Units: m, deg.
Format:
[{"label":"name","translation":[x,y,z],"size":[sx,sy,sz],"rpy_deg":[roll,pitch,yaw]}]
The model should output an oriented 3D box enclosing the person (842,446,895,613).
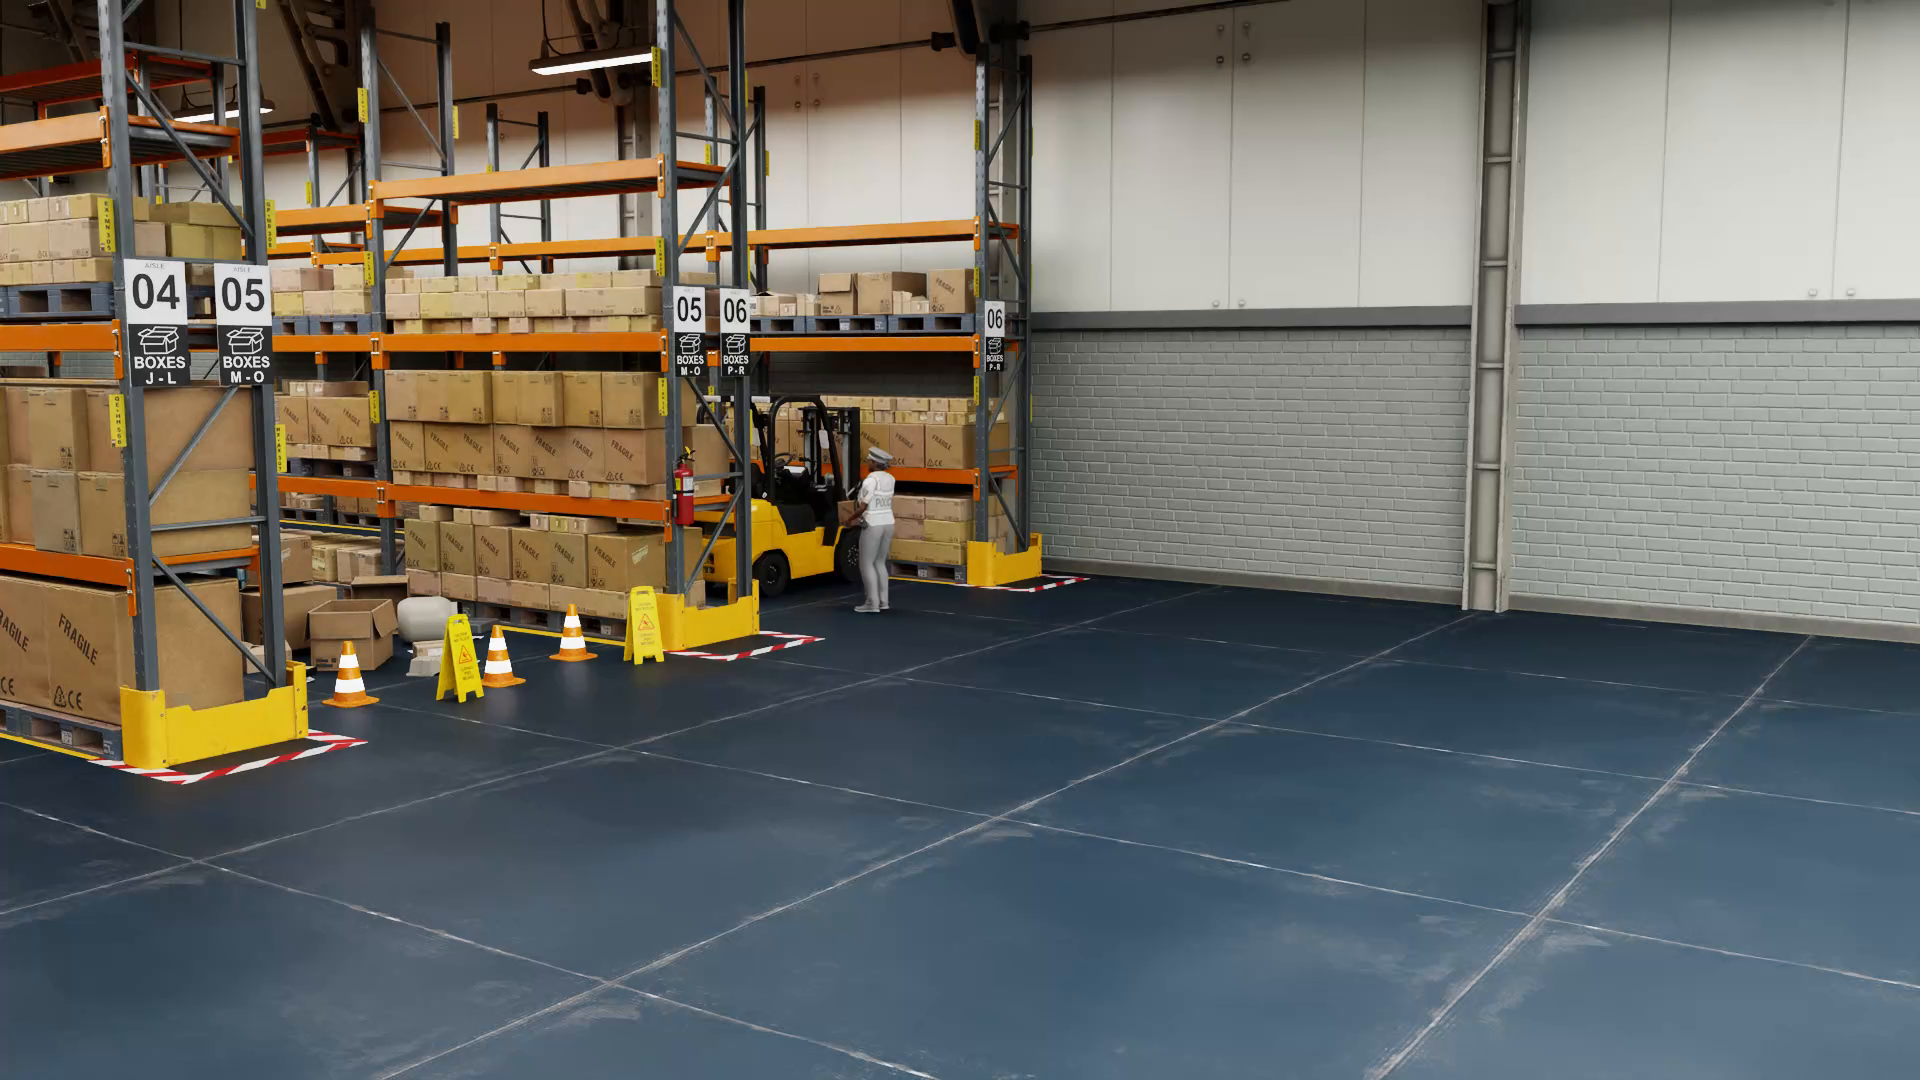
[{"label":"person","translation":[-0.911,-0.114,16.921],"size":[0.527,1.688,0.451],"rpy_deg":[4,8,35]}]
